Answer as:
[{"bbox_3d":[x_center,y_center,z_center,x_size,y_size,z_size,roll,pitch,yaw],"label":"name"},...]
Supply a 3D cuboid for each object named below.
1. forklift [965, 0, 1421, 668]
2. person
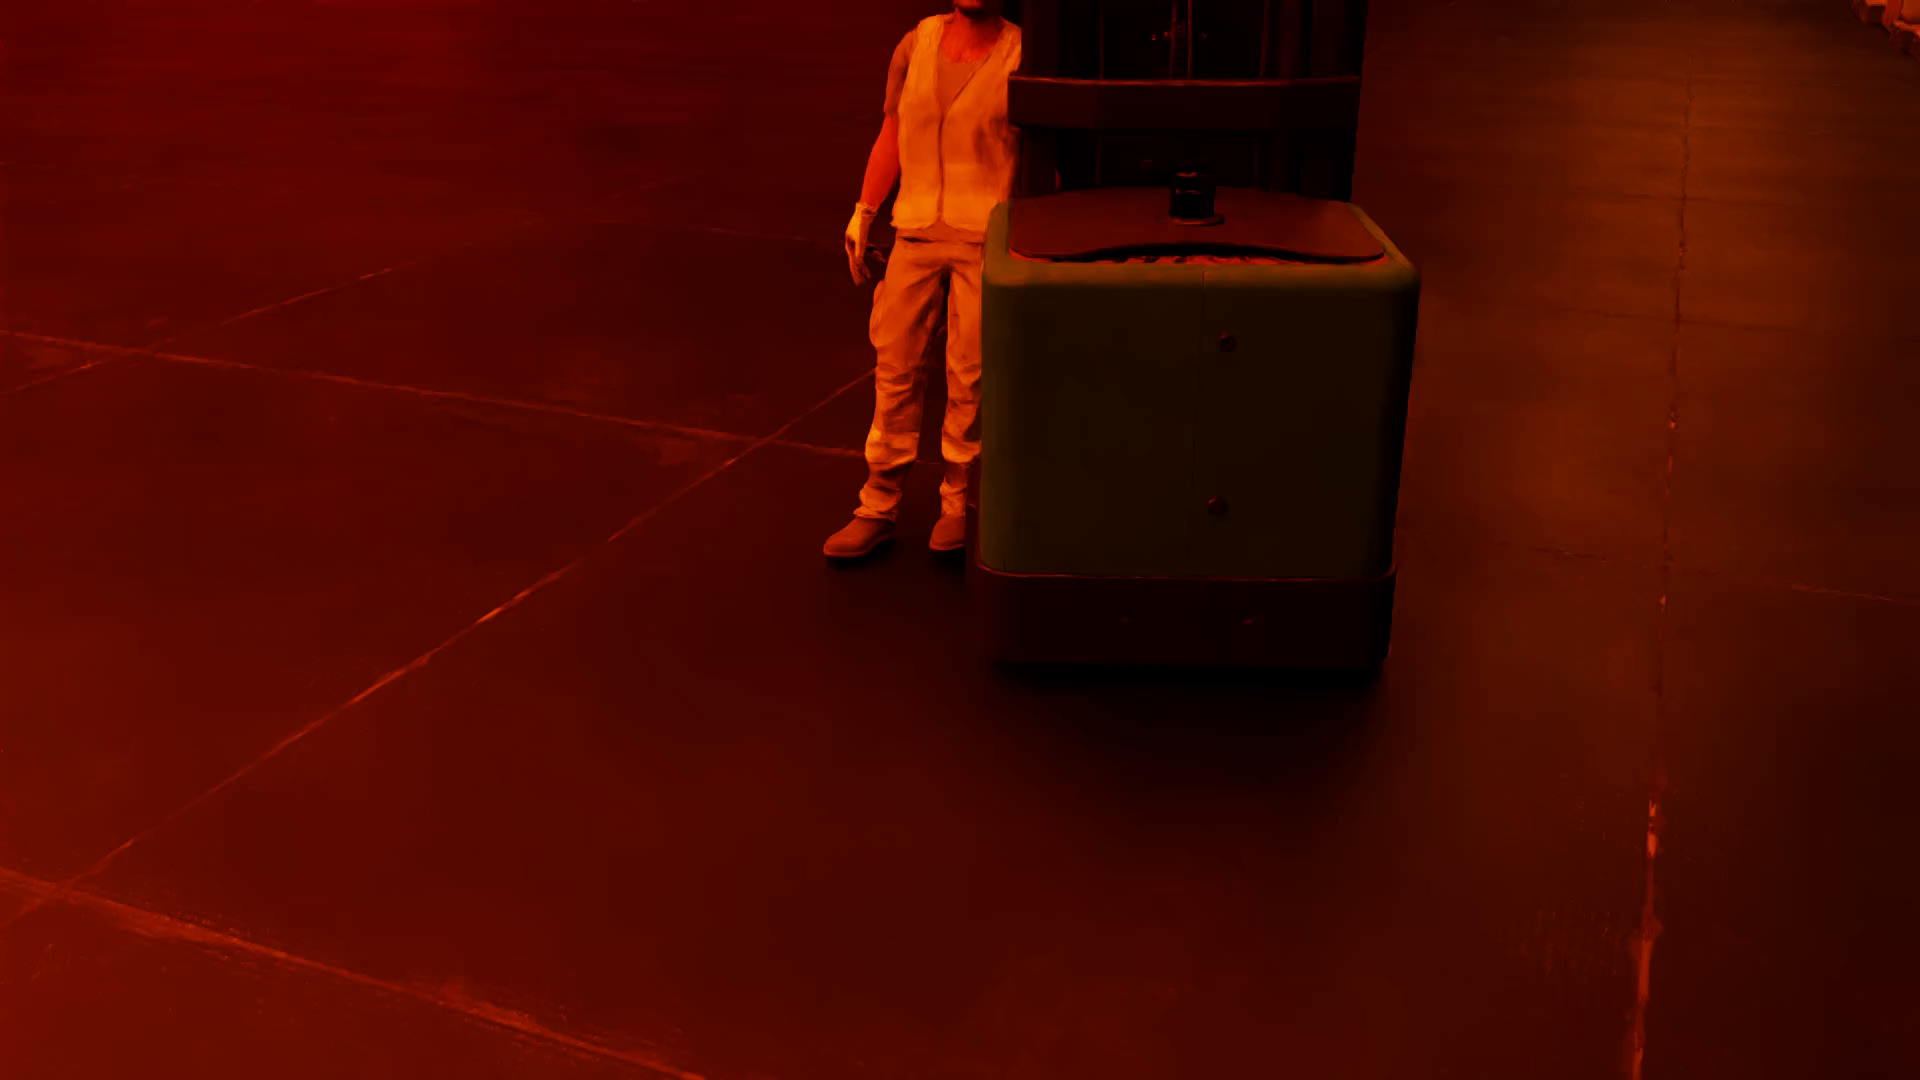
[{"bbox_3d":[0.620,-1.556,5.015,1.130,2.935,3.031,1,23,2],"label":"forklift"},{"bbox_3d":[-0.038,-0.813,4.686,0.637,1.781,0.579,9,24,21],"label":"person"}]
